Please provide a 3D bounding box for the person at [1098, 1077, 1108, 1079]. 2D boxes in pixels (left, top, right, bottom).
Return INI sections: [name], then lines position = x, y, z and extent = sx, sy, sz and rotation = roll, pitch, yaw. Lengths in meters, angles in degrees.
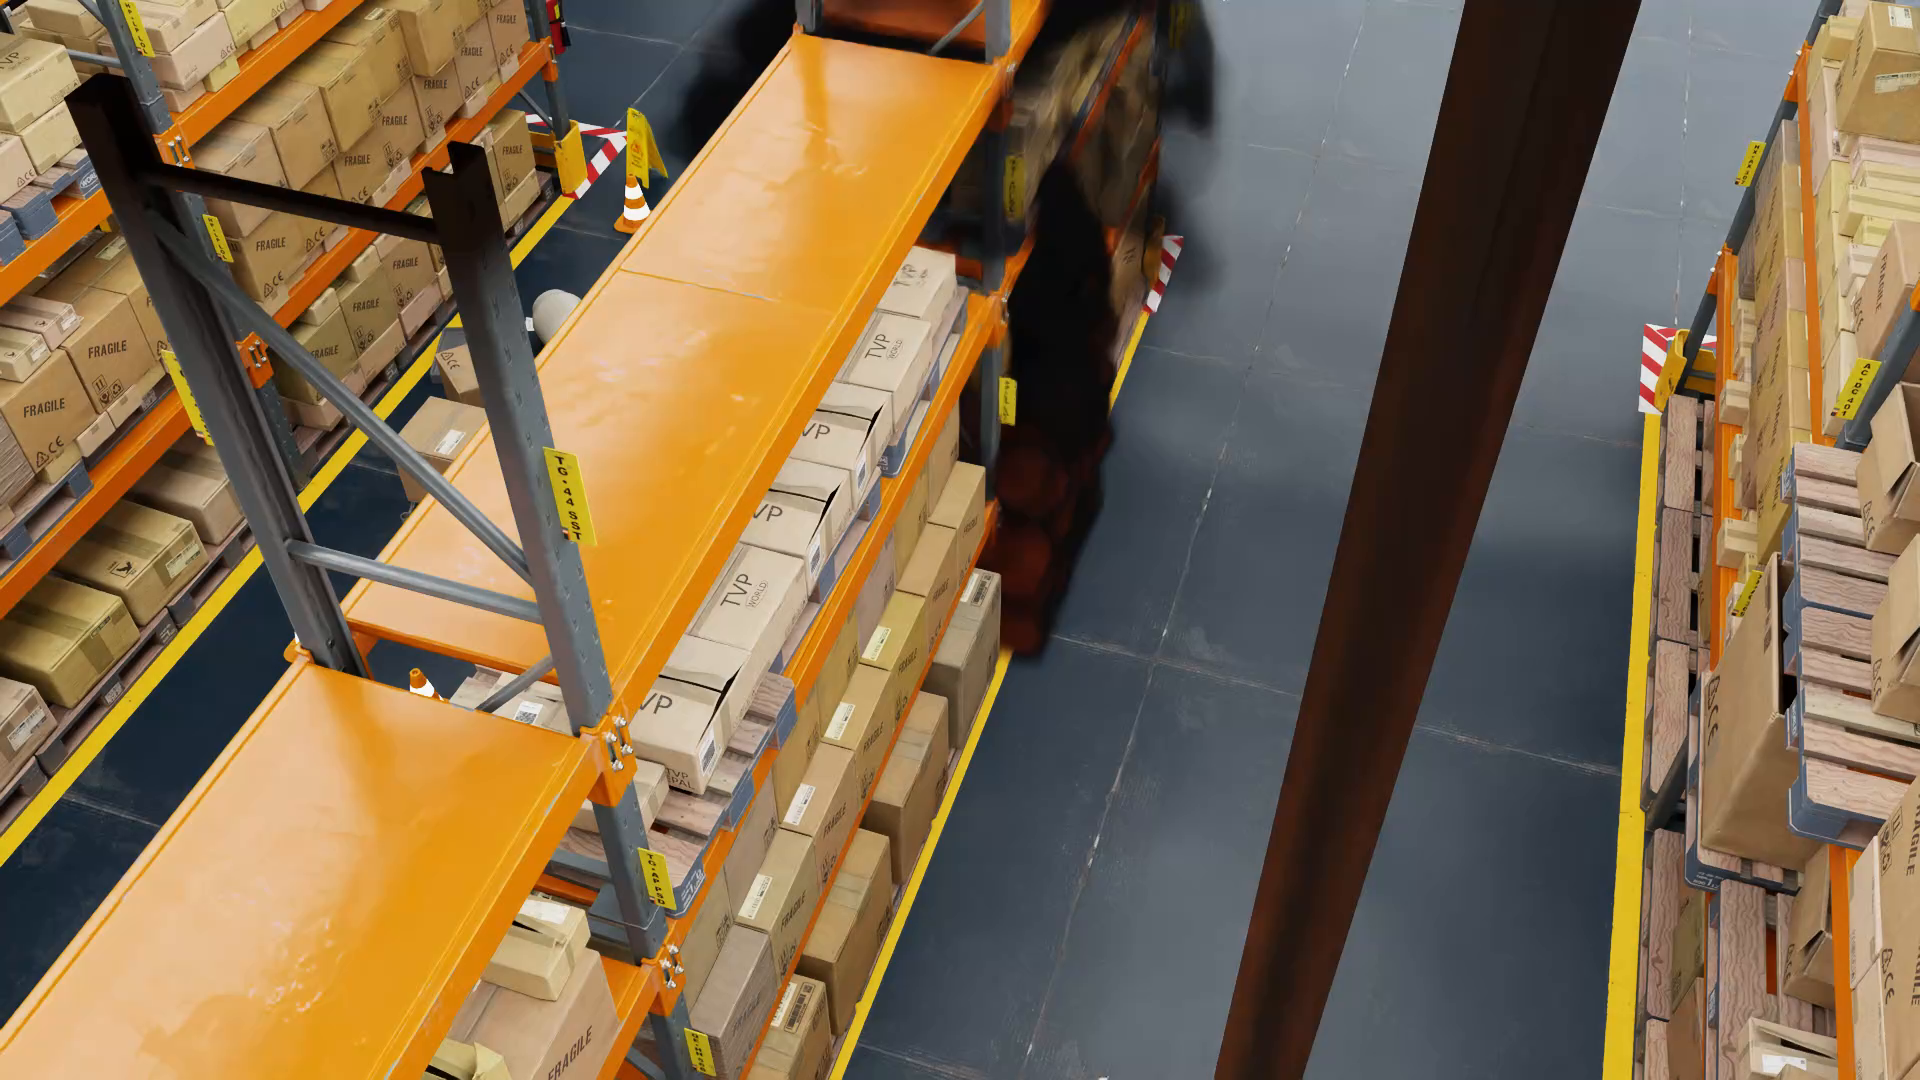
[person]
position = 0.574, 2.845, 7.105
extent = 0.670, 1.845, 0.798
rotation = 10, 46, 9
